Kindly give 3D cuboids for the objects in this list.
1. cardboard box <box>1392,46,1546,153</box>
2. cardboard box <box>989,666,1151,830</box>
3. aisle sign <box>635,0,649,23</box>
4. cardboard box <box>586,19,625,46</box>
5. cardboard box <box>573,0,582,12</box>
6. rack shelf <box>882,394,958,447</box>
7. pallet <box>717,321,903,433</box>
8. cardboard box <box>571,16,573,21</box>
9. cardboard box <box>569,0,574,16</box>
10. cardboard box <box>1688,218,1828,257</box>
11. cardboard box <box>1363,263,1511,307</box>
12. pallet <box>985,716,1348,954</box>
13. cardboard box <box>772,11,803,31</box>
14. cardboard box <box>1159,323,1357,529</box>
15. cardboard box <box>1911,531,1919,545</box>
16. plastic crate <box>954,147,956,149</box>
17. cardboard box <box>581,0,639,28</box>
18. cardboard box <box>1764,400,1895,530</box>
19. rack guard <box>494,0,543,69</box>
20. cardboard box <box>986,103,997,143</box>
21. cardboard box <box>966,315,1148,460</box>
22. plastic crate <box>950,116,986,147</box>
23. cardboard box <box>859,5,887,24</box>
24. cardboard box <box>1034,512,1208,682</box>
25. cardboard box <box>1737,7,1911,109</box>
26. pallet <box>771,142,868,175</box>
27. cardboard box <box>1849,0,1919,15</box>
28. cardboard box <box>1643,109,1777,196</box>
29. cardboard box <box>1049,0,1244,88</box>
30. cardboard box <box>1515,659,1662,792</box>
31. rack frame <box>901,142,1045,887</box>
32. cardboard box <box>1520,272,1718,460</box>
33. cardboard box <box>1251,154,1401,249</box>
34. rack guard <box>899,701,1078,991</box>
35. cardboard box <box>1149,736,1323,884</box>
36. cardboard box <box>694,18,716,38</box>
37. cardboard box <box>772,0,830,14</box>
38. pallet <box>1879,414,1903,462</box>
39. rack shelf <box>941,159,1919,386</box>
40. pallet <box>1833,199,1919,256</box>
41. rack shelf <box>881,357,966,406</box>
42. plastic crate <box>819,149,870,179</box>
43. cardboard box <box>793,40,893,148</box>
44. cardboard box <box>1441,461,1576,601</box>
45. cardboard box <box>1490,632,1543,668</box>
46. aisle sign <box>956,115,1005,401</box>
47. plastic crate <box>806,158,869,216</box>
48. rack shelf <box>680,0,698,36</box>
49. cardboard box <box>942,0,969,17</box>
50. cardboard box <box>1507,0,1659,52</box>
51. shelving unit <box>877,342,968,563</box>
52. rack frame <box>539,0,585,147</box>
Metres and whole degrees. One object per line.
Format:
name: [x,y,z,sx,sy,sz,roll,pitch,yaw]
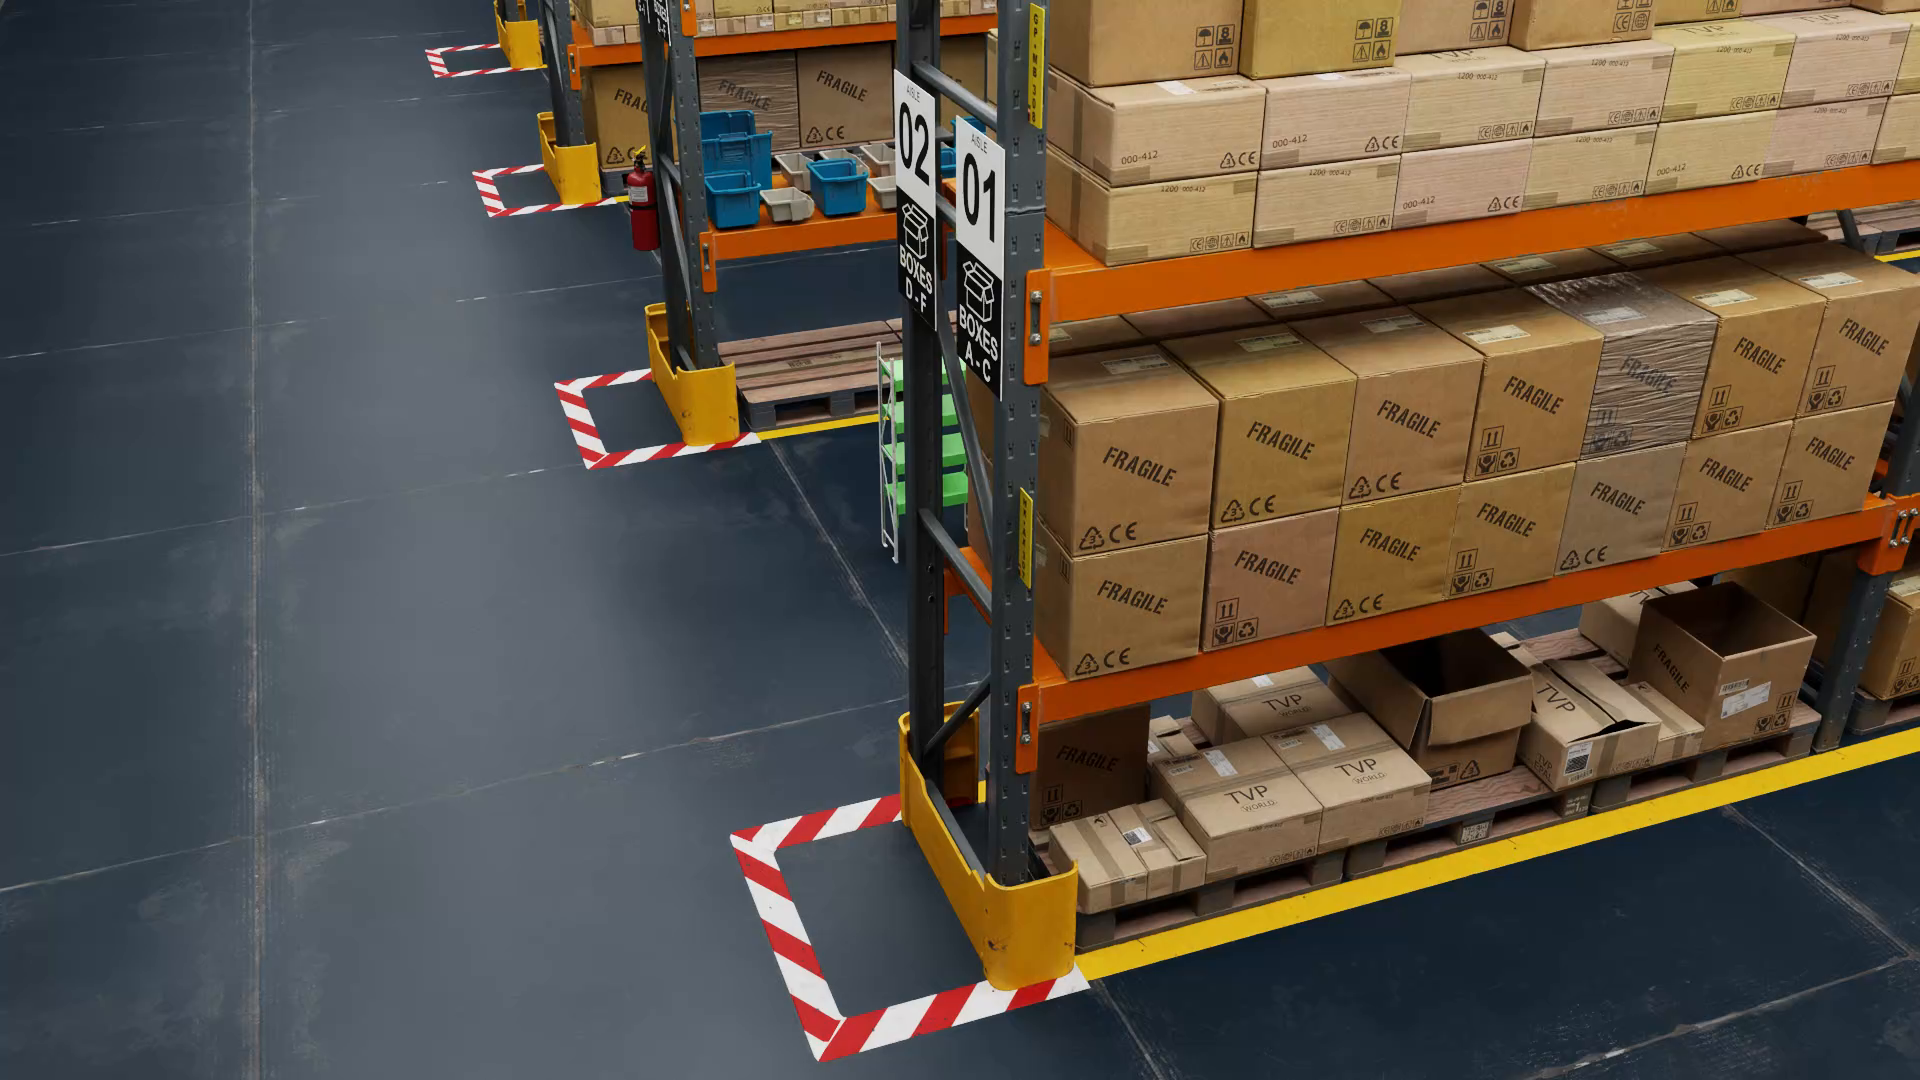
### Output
cardboard box: [1.530,-1.477,5.429,0.500,0.250,0.500,-10,31,-18]
cardboard box: [0.444,0.805,6.887,0.500,0.500,0.500,-10,31,-18]
aisle sign: [-1.873,-3.433,9.620,0.004,0.787,0.394,-10,31,-18]
cardboard box: [-2.983,-4.277,13.981,0.250,0.149,0.380,-10,31,-17]
cardboard box: [-3.069,-4.749,14.406,0.500,0.250,0.500,-11,31,-18]
rack shelf: [-0.155,-0.646,8.816,0.480,0.148,0.258,-10,31,-18]
pallet: [-0.917,-1.093,10.955,1.213,0.211,1.003,-10,31,-18]
cardboard box: [-4.485,-5.841,18.628,0.250,0.149,0.380,-9,31,-16]
cardboard box: [-4.456,-5.932,18.486,0.250,0.149,0.380,-12,32,-20]
cardboard box: [3.229,-1.099,7.038,0.500,0.500,0.500,-10,31,-16]
cardboard box: [1.780,-0.832,6.568,0.500,0.500,0.500,-9,31,-16]
pallet: [0.838,1.179,6.967,1.213,0.211,1.003,-10,31,-18]
cardboard box: [-1.542,-4.543,14.448,0.250,0.149,0.380,-11,32,-19]
cardboard box: [1.015,-0.407,5.824,0.500,0.500,0.500,-10,31,-17]
cardboard box: [4.803,0.255,7.852,0.500,0.500,0.500,-10,31,-17]
plastic crate: [0.158,-2.302,10.370,0.300,0.233,0.416,-10,31,-18]
cardboard box: [-2.887,-4.500,13.969,0.500,0.250,0.500,-11,32,-19]
cardboard box: [3.390,-0.410,6.838,0.500,0.500,0.500,-10,31,-17]
rack guard: [-4.994,-5.724,18.792,0.348,0.500,1.175,-10,31,-18]
cardboard box: [0.410,-1.331,5.677,0.500,0.250,0.500,-10,31,-18]
cardboard box: [0.341,-0.564,6.098,0.500,0.500,0.500,-11,31,-18]
plastic crate: [0.132,-2.607,10.904,0.300,0.233,0.416,-10,31,-18]
cardboard box: [-0.818,-4.677,14.683,0.250,0.149,0.380,-10,31,-17]
cardboard box: [0.528,0.121,5.907,0.500,0.500,0.500,-10,31,-17]
cardboard box: [2.938,-1.733,5.877,0.500,0.250,0.500,-10,31,-18]
pallet: [-1.567,-3.650,15.443,1.213,0.211,1.003,-10,31,-18]
cardboard box: [3.327,-2.251,6.030,0.500,0.500,0.700,-10,31,-18]
cardboard box: [2.468,-1.431,5.853,0.500,0.250,0.500,-10,31,-18]
cardboard box: [0.496,-1.759,5.166,0.500,0.500,0.700,-10,31,-18]
cardboard box: [2.631,0.765,7.149,0.500,0.311,0.500,-10,31,-18]
rack frame: [0.020,0.119,6.012,0.127,3.000,1.000,-10,31,-18]
cardboard box: [2.434,-0.666,6.277,0.500,0.500,0.500,-10,31,-17]
cardboard box: [1.063,-1.171,5.396,0.500,0.250,0.500,-10,31,-18]
rack guard: [0.091,1.192,6.654,0.348,0.500,1.175,-10,31,-18]
cardboard box: [1.097,1.074,6.669,0.500,0.250,0.500,-10,31,-18]
cardboard box: [-2.259,-4.412,14.218,0.250,0.149,0.380,-11,31,-18]
cardboard box: [-1.442,-4.770,14.444,0.500,0.250,0.500,-11,31,-19]
pallet: [4.556,-0.576,7.424,1.213,0.211,1.003,-10,31,-18]
rack shelf: [1.895,-1.217,6.053,4.000,0.370,1.077,-10,31,-18]
pallet: [7.675,-2.674,13.730,1.213,0.211,1.003,-10,31,-18]
rack shelf: [-0.155,-0.854,8.697,0.480,0.148,0.258,-10,31,-18]
plastic crate: [-0.726,-2.360,10.568,0.243,0.136,0.396,-10,31,-18]
cardboard box: [-1.172,-4.196,15.306,0.875,0.875,0.875,-10,31,-18]
cardboard box: [1.950,-0.141,6.367,0.500,0.500,0.500,-10,31,-17]
cardboard box: [2.493,0.594,7.595,0.250,0.166,0.380,-10,31,-18]
aisle sign: [0.059,-0.863,5.108,0.004,0.787,0.394,-10,31,-18]
plastic crate: [-0.740,-2.137,10.079,0.300,0.233,0.416,-10,31,-18]
rack shelf: [0.171,-3.516,10.088,4.000,0.370,1.077,-10,31,-18]
cardboard box: [-0.095,-4.810,14.917,0.250,0.149,0.380,-10,31,-17]
cardboard box: [1.926,-1.985,5.563,0.500,0.500,0.700,-10,31,-18]
shelving unit: [-0.155,-0.493,8.903,0.503,1.200,0.258,-10,31,-18]
rack frame: [-3.431,-4.478,14.080,0.127,3.000,1.000,-10,31,-18]
